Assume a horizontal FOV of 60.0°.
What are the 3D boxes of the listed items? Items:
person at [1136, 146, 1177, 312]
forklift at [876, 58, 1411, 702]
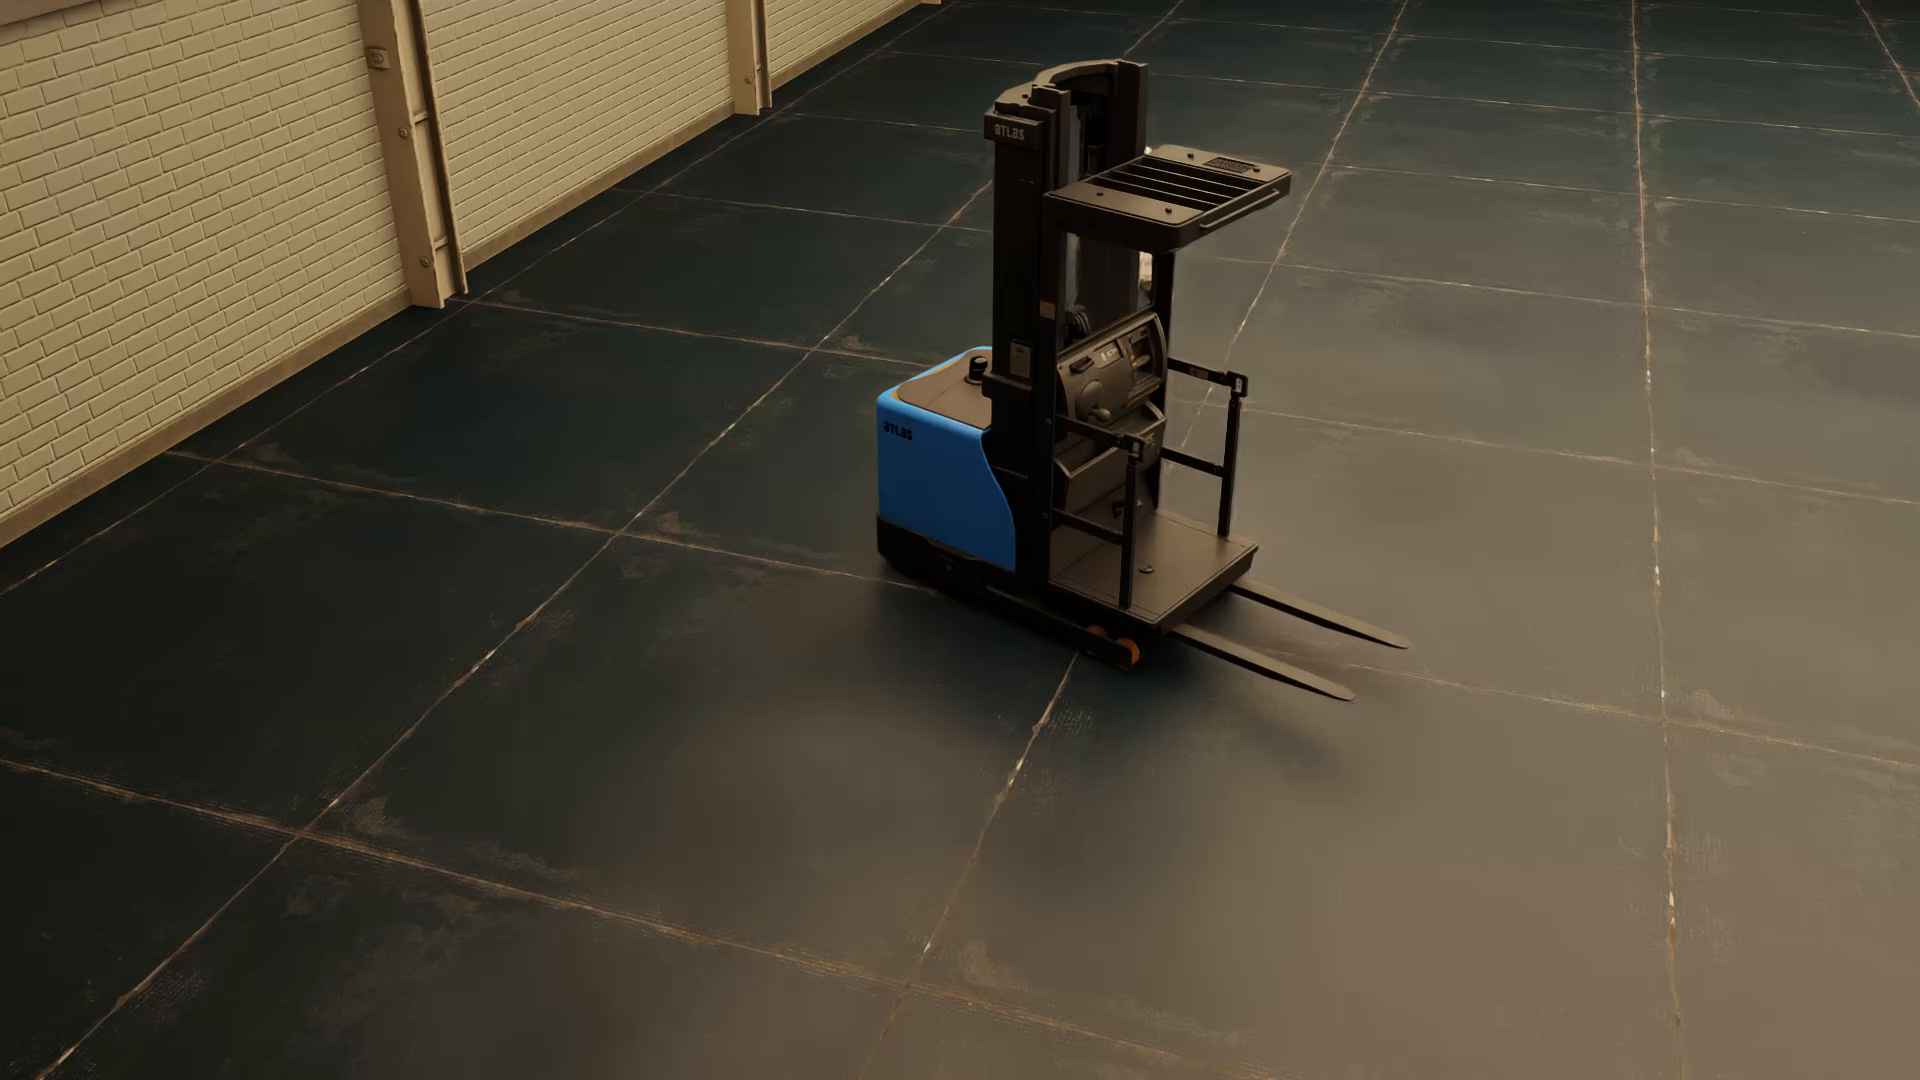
[{"bbox_3d":[1.235,-1.948,11.760,0.775,1.738,0.530,6,30,11],"label":"person"},{"bbox_3d":[0.973,-0.882,8.683,3.031,2.935,1.130,22,36,33],"label":"forklift"}]
